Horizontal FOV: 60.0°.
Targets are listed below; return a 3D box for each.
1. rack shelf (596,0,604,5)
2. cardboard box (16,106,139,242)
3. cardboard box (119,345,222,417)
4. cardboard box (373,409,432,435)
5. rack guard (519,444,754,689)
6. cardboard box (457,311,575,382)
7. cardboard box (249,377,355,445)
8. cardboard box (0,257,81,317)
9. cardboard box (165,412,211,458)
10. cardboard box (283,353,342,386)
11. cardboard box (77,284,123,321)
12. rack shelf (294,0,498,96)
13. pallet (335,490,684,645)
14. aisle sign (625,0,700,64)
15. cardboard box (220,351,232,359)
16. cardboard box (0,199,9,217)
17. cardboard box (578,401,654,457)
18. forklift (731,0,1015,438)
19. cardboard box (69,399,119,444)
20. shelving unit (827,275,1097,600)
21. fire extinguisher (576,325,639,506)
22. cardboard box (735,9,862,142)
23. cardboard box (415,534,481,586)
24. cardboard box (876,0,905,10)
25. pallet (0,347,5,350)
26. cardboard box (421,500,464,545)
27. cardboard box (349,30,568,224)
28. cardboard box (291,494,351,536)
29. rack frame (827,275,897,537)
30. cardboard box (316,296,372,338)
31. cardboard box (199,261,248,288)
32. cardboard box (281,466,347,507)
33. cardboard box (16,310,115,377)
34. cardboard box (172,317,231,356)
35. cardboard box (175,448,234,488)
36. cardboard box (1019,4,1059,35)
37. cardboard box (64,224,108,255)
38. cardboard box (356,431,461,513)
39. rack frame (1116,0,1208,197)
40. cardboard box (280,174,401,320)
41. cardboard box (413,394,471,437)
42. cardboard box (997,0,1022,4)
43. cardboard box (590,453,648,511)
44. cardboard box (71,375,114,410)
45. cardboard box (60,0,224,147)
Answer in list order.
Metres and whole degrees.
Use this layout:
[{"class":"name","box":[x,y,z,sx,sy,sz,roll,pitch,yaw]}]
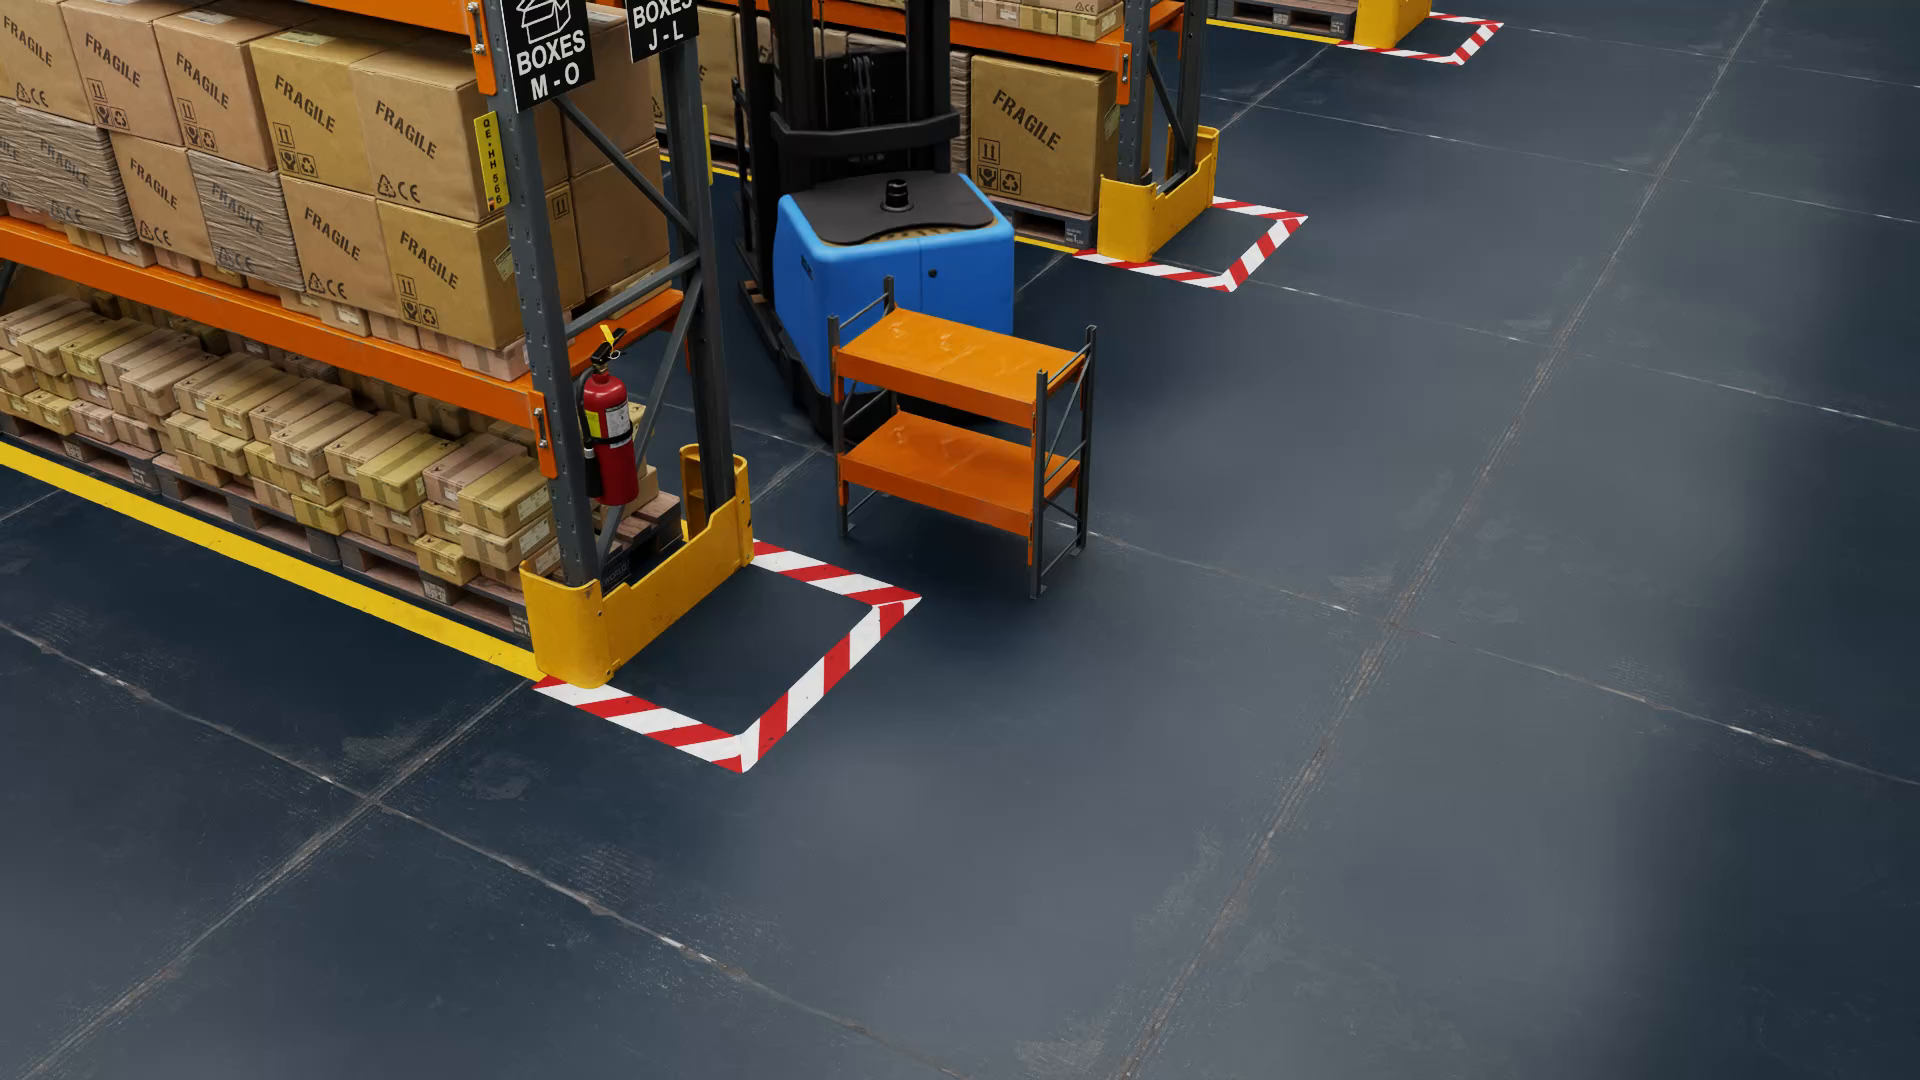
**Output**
[{"class":"rack shelf","box":[-3.953,-4.640,12.660,4.000,0.370,1.077,18,37,24]},{"class":"cardboard box","box":[-3.608,-1.649,7.162,0.500,0.500,0.500,17,37,23]},{"class":"cardboard box","box":[-3.697,-0.751,7.828,0.250,0.149,0.380,18,38,25]},{"class":"cardboard box","box":[-2.533,-0.587,7.850,0.250,0.149,0.380,16,37,22]},{"class":"rack guard","box":[-1.359,0.090,7.164,0.348,0.500,1.175,18,37,24]},{"class":"cardboard box","box":[-1.716,-0.779,6.440,0.250,0.149,0.380,18,38,24]},{"class":"cardboard box","box":[-2.984,-0.571,7.557,0.250,0.149,0.380,16,37,23]},{"class":"cardboard box","box":[-5.276,-1.495,9.165,0.500,0.500,0.500,19,38,26]},{"class":"cardboard box","box":[-3.468,-0.550,7.794,0.250,0.149,0.380,17,37,24]},{"class":"cardboard box","box":[-2.997,-0.849,7.975,0.250,0.149,0.380,18,38,25]},{"class":"cardboard box","box":[-4.328,-1.293,8.642,0.250,0.149,0.380,19,38,26]},{"class":"rack shelf","box":[-3.029,-2.429,6.634,4.000,0.370,1.077,18,37,24]},{"class":"pallet","box":[-2.047,-0.031,7.605,1.213,0.211,1.003,18,37,24]},{"class":"aisle sign","box":[-1.081,-2.136,5.906,0.004,0.787,0.394,18,37,24]},{"class":"cardboard box","box":[-3.452,-0.898,8.317,0.250,0.149,0.380,19,38,26]},{"class":"cardboard box","box":[-4.421,-1.655,7.755,0.250,0.149,0.380,19,38,26]},{"class":"cardboard box","box":[-1.579,-0.473,7.411,0.250,0.149,0.380,16,37,22]},{"class":"forklift","box":[-0.667,-2.542,8.922,1.130,2.935,3.031,-11,35,-15]},{"class":"cardboard box","box":[-4.136,-0.647,8.208,0.250,0.149,0.380,17,37,24]},{"class":"shelving unit","box":[0.006,-0.466,7.435,1.048,1.125,0.538,18,37,24]},{"class":"fire extinguisher","box":[-1.303,-0.451,6.127,0.183,0.674,0.296,18,37,24]},{"class":"cardboard box","box":[-0.902,-3.212,11.405,0.875,0.875,0.875,18,37,24]},{"class":"cardboard box","box":[-2.127,0.016,7.214,0.250,0.149,0.380,19,38,26]},{"class":"cardboard box","box":[-0.329,-3.475,10.489,0.250,0.149,0.380,18,38,25]},{"class":"pallet","box":[-5.442,-1.083,9.185,1.213,0.211,1.003,18,37,24]},{"class":"cardboard box","box":[-2.093,-0.147,7.190,0.250,0.149,0.380,17,37,23]},{"class":"cardboard box","box":[-1.813,-1.518,6.062,0.500,0.500,0.500,17,37,23]},{"class":"cardboard box","box":[-2.787,-0.200,7.537,0.250,0.149,0.380,16,37,22]},{"class":"rack frame","box":[-0.435,-0.606,7.645,0.032,1.125,0.500,18,37,24]},{"class":"cardboard box","box":[-2.372,-0.986,6.751,0.250,0.149,0.380,19,38,26]},{"class":"cardboard box","box":[-3.029,-1.241,7.133,0.250,0.149,0.380,18,38,25]},{"class":"cardboard box","box":[-2.801,-0.328,7.461,0.250,0.149,0.380,18,38,25]},{"class":"cardboard box","box":[-4.360,-0.967,8.152,0.250,0.149,0.380,20,38,27]},{"class":"cardboard box","box":[-3.680,-1.068,8.304,0.250,0.149,0.380,19,38,26]},{"class":"cardboard box","box":[-3.462,-0.426,7.877,0.250,0.149,0.380,17,37,23]},{"class":"cardboard box","box":[0.557,-3.194,10.068,0.250,0.149,0.380,18,38,25]},{"class":"cardboard box","box":[-3.744,-1.428,7.415,0.250,0.149,0.380,18,38,25]},{"class":"cardboard box","box":[-2.356,-0.296,7.145,0.250,0.149,0.380,17,37,23]},{"class":"rack frame","box":[1.256,-3.289,9.983,0.127,3.000,1.000,18,37,24]},{"class":"cardboard box","box":[-2.255,-1.239,6.546,0.500,0.500,0.500,17,37,24]},{"class":"cardboard box","box":[-2.290,-0.650,7.677,0.250,0.149,0.380,16,37,22]},{"class":"cardboard box","box":[0.264,-3.496,10.160,0.500,0.250,0.500,17,37,24]},{"class":"cardboard box","box":[-1.620,-0.309,7.433,0.250,0.149,0.380,19,38,26]},{"class":"cardboard box","box":[-4.116,-0.812,8.188,0.250,0.149,0.380,17,37,24]},{"class":"cardboard box","box":[-3.170,-1.940,6.696,0.500,0.500,0.500,16,37,23]}]
